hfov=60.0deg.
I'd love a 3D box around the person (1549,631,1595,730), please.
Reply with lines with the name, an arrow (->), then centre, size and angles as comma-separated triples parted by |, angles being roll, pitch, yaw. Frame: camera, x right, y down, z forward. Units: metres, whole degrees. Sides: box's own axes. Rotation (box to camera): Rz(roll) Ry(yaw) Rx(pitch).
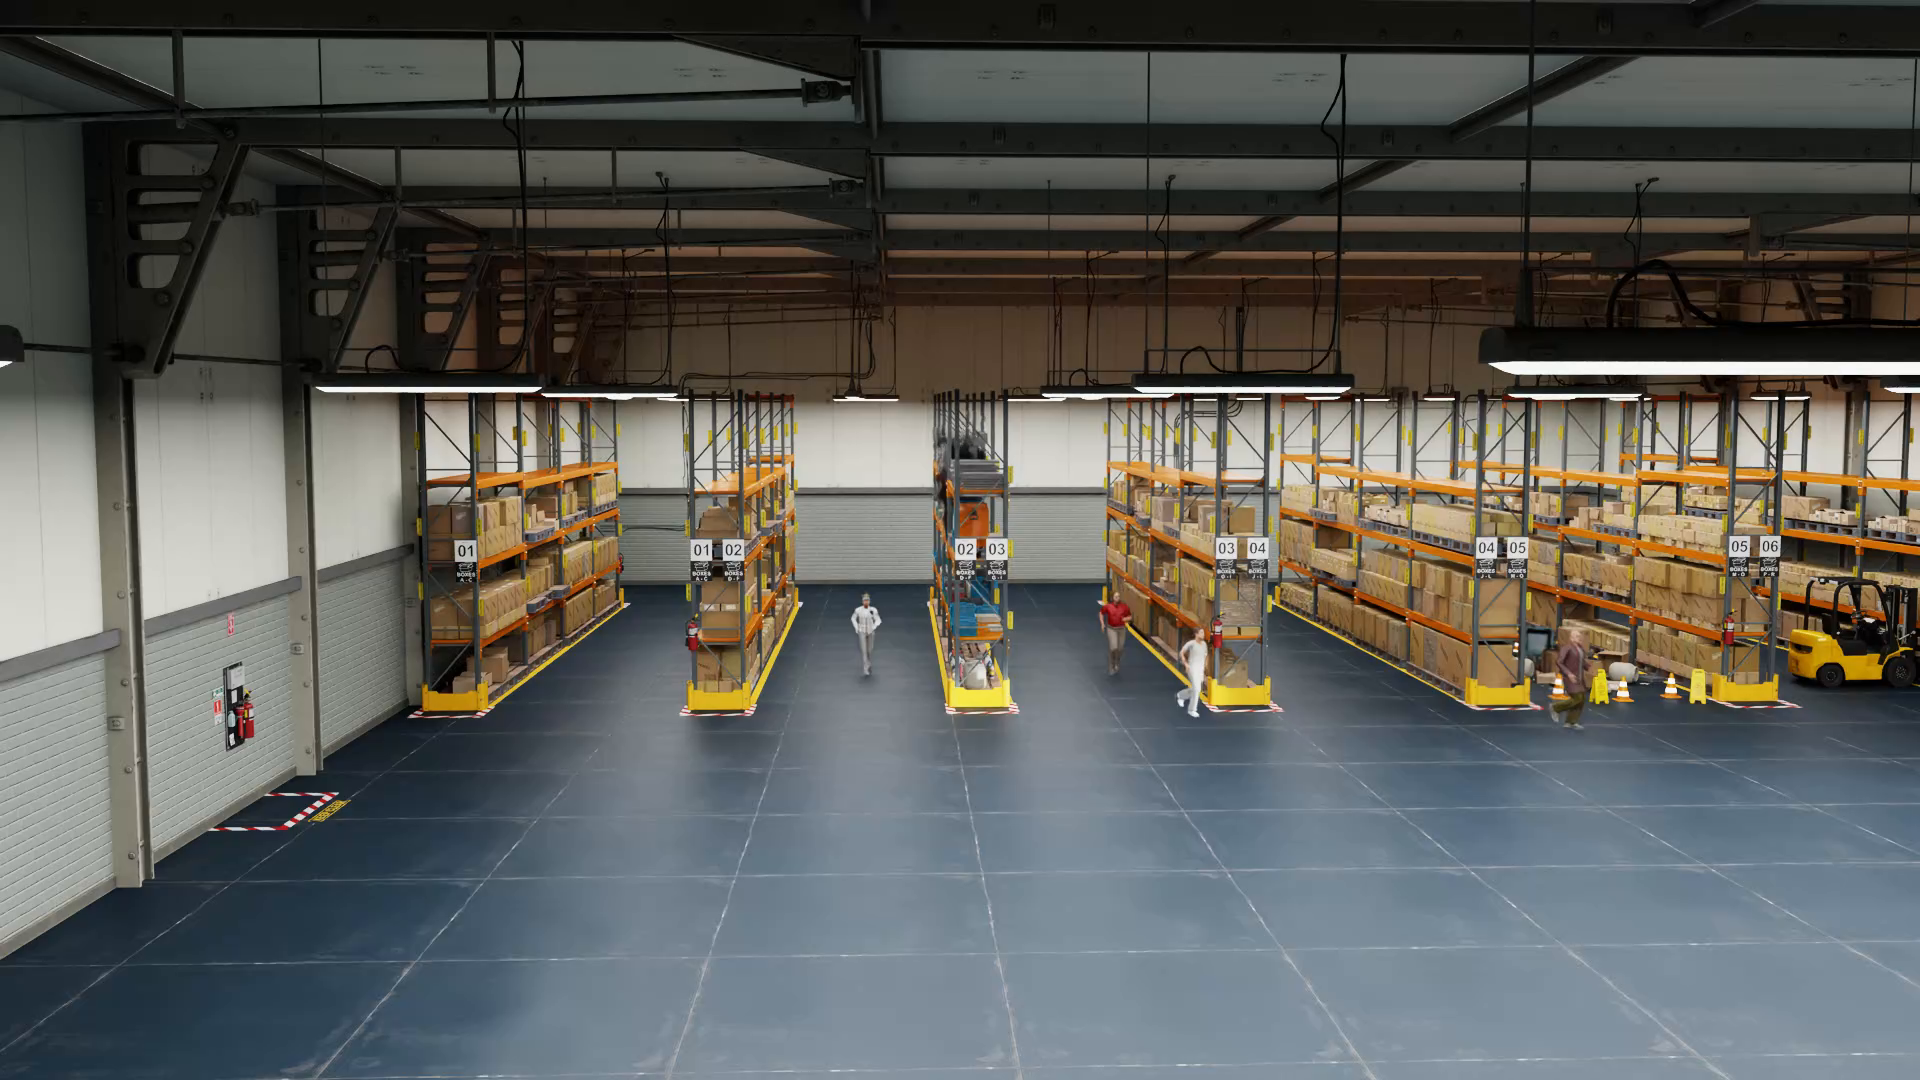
person -> 10.833, 2.497, 29.402 | 0.704, 1.681, 0.685 | -4, 6, -39

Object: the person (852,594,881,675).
person -> -2.001, 1.993, 35.561 | 0.625, 1.698, 0.814 | 0, 5, -6

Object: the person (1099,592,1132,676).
person -> 3.322, 1.998, 35.289 | 0.631, 1.798, 0.754 | -1, 5, -13

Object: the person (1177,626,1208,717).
person -> 4.340, 2.414, 30.844 | 0.604, 1.638, 0.728 | -3, 6, -33
